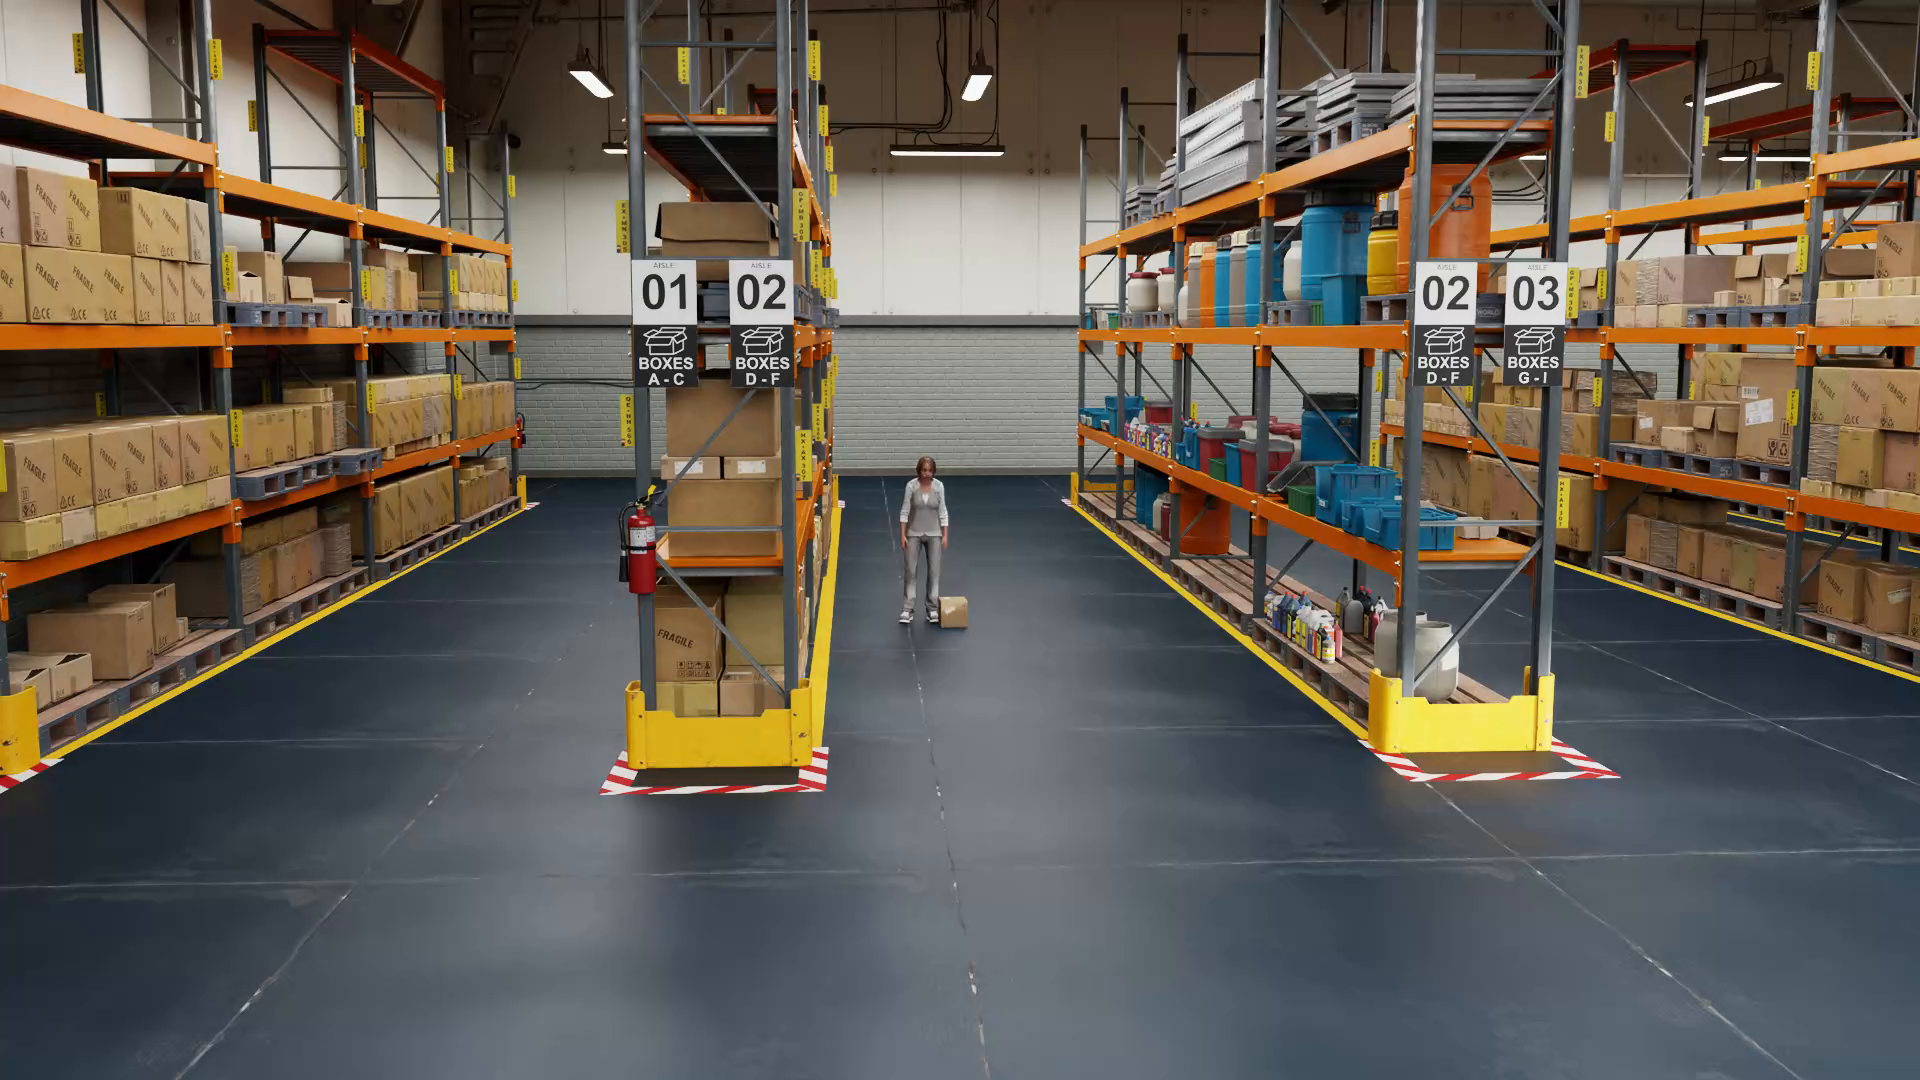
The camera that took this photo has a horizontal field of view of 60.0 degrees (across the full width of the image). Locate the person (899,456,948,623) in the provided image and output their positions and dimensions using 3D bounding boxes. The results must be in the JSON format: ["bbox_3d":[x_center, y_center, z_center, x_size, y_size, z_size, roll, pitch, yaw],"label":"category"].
[{"bbox_3d":[-0.349,-0.011,15.892,0.484,1.592,0.346,-1,7,-6],"label":"person"}]
